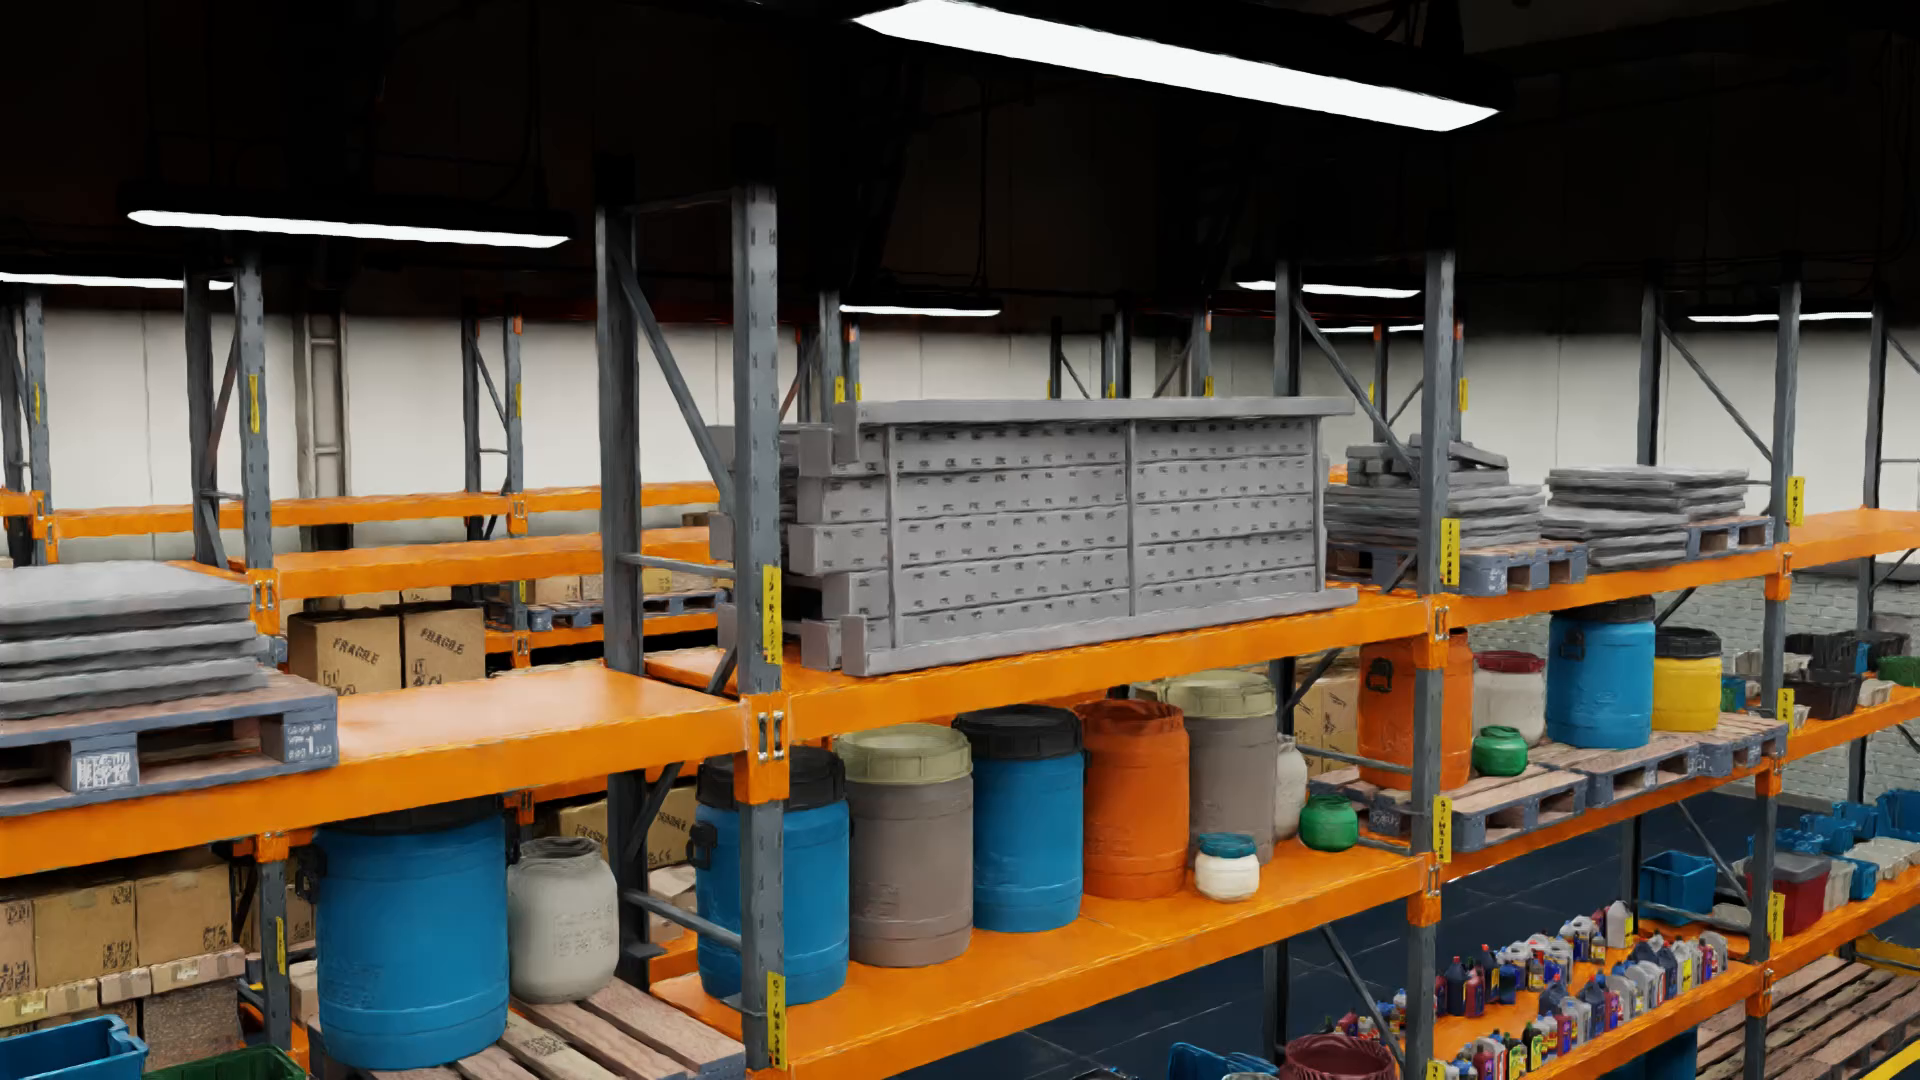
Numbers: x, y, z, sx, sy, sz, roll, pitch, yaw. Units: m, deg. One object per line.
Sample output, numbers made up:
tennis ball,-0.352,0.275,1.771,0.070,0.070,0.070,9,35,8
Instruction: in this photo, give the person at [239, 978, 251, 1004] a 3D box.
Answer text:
person,-5.950,3.099,12.852,1.121,1.691,0.577,-4,7,-39
